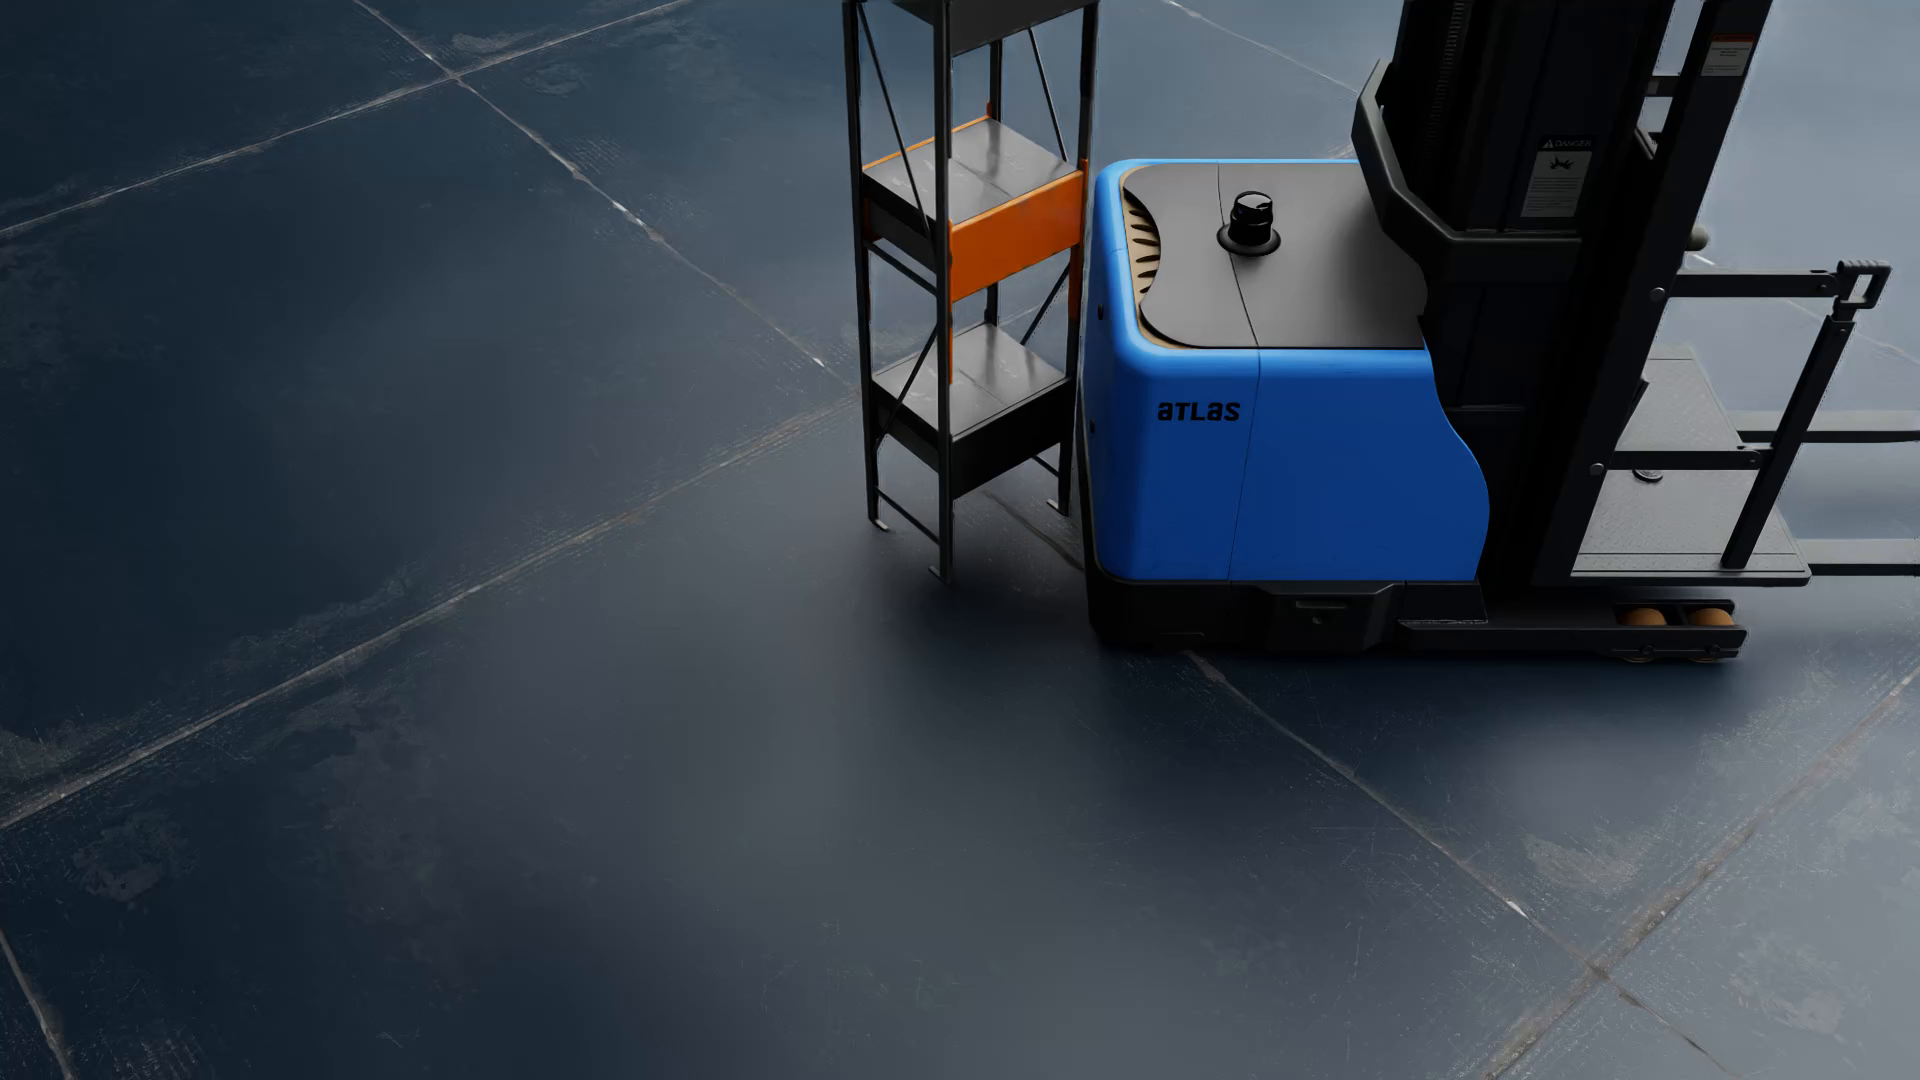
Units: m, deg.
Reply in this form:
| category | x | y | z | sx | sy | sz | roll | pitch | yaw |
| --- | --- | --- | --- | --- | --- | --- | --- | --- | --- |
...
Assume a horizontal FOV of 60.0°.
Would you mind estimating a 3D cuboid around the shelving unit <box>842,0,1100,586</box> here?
| category | x | y | z | sx | sy | sz | roll | pitch | yaw |
| --- | --- | --- | --- | --- | --- | --- | --- | --- | --- |
| shelving unit | 0.027 | -0.840 | 4.611 | 0.503 | 2.100 | 0.431 | -29 | 51 | -28 |

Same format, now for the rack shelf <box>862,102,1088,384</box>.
| category | x | y | z | sx | sy | sz | roll | pitch | yaw |
| --- | --- | --- | --- | --- | --- | --- | --- | --- | --- |
| rack shelf | 0.027 | -0.830 | 4.620 | 0.480 | 0.518 | 0.431 | -29 | 51 | -28 |

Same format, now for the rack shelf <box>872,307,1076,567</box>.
| category | x | y | z | sx | sy | sz | roll | pitch | yaw |
| --- | --- | --- | --- | --- | --- | --- | --- | --- | --- |
| rack shelf | 0.027 | -0.320 | 5.099 | 0.480 | 0.518 | 0.431 | -29 | 51 | -28 |

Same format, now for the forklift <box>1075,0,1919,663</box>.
| category | x | y | z | sx | sy | sz | roll | pitch | yaw |
| --- | --- | --- | --- | --- | --- | --- | --- | --- | --- |
| forklift | 1.897 | -1.076 | 4.255 | 3.031 | 2.935 | 1.130 | 0 | 43 | 0 |

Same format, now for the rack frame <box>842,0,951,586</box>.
| category | x | y | z | sx | sy | sz | roll | pitch | yaw |
| --- | --- | --- | --- | --- | --- | --- | --- | --- | --- |
| rack frame | -0.161 | -0.734 | 4.497 | 0.015 | 2.100 | 0.400 | -29 | 51 | -28 |

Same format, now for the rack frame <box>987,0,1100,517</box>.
| category | x | y | z | sx | sy | sz | roll | pitch | yaw |
| --- | --- | --- | --- | --- | --- | --- | --- | --- | --- |
| rack frame | 0.215 | -0.946 | 4.724 | 0.015 | 2.100 | 0.400 | -29 | 51 | -28 |

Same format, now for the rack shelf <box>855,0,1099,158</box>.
| category | x | y | z | sx | sy | sz | roll | pitch | yaw |
| --- | --- | --- | --- | --- | --- | --- | --- | --- | --- |
| rack shelf | 0.027 | -1.340 | 4.141 | 0.480 | 0.518 | 0.431 | -29 | 51 | -28 |
